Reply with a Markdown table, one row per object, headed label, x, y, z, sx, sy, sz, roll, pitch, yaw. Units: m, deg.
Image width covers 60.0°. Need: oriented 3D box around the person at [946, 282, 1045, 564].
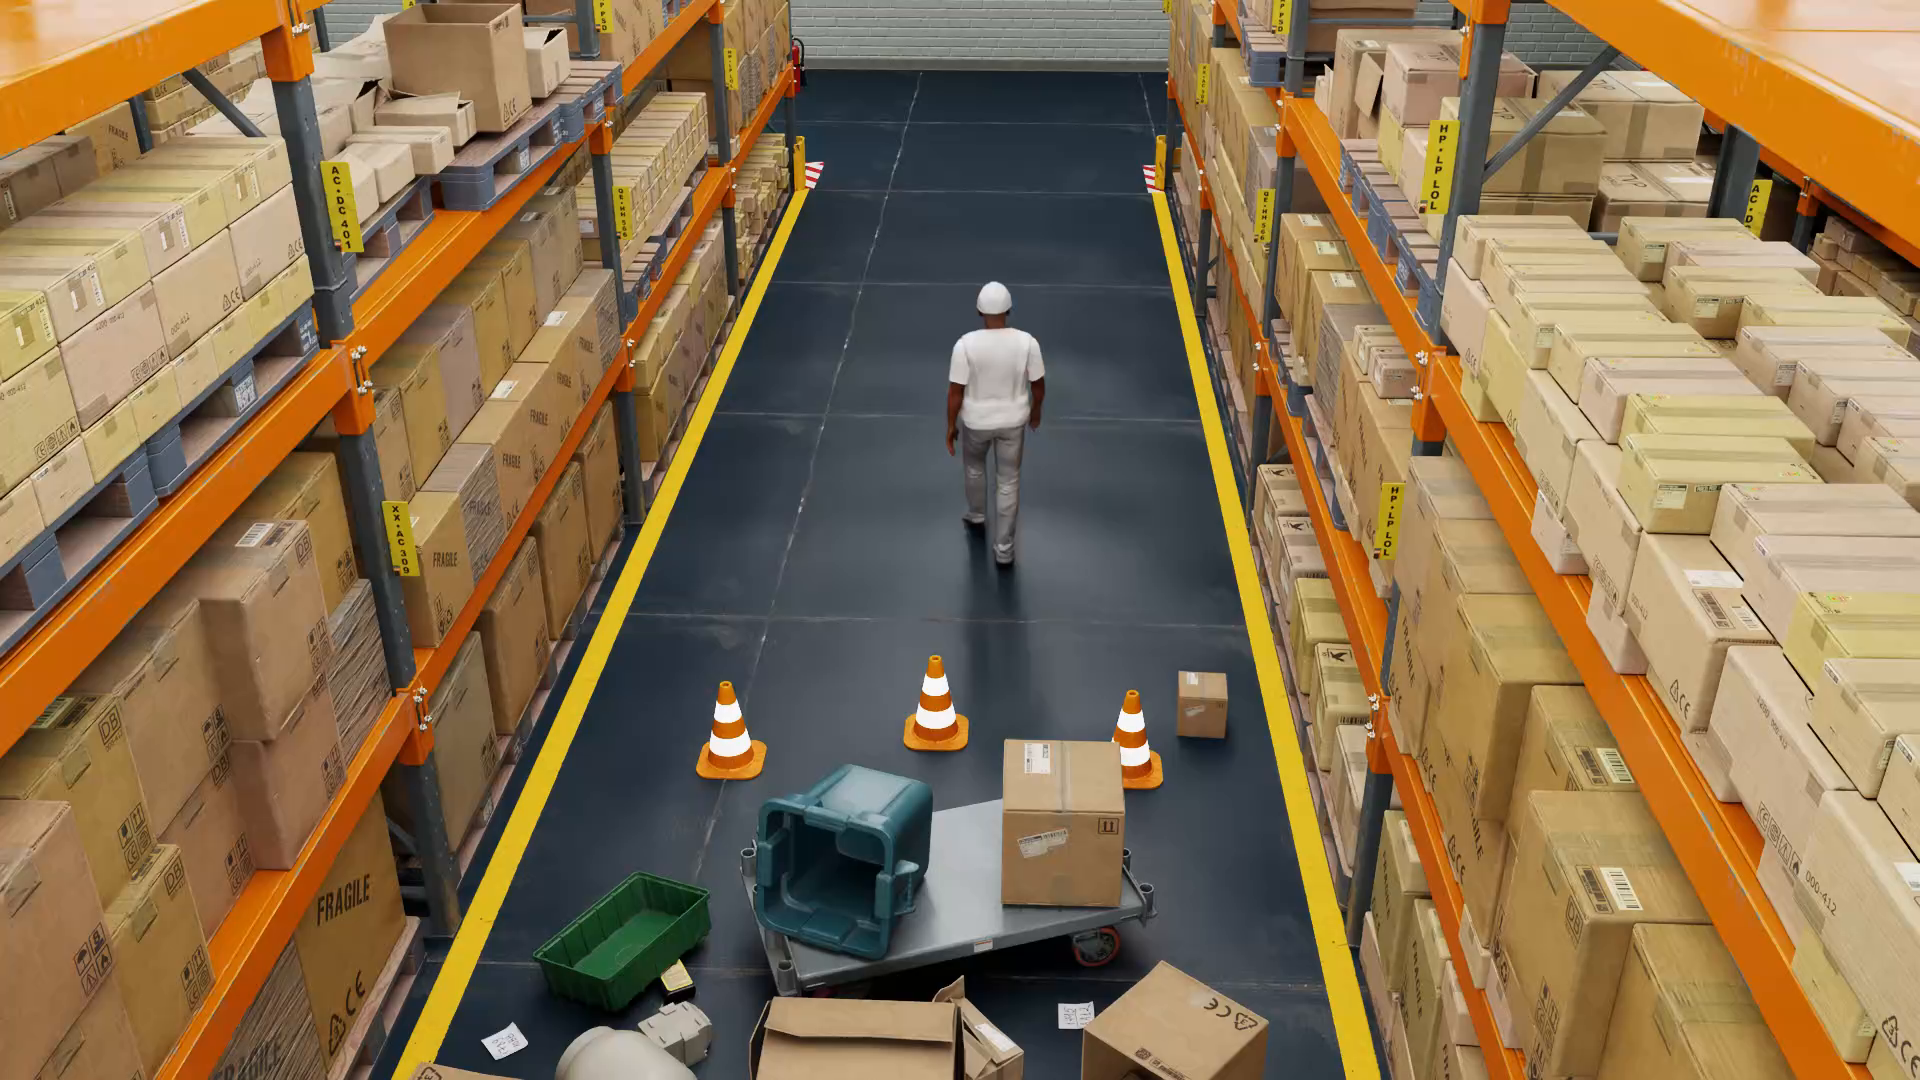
| label | x | y | z | sx | sy | sz | roll | pitch | yaw |
| --- | --- | --- | --- | --- | --- | --- | --- | --- | --- |
| person | 0.217 | -0.775 | 10.290 | 0.606 | 1.773 | 0.826 | 0 | 28 | 0 |
